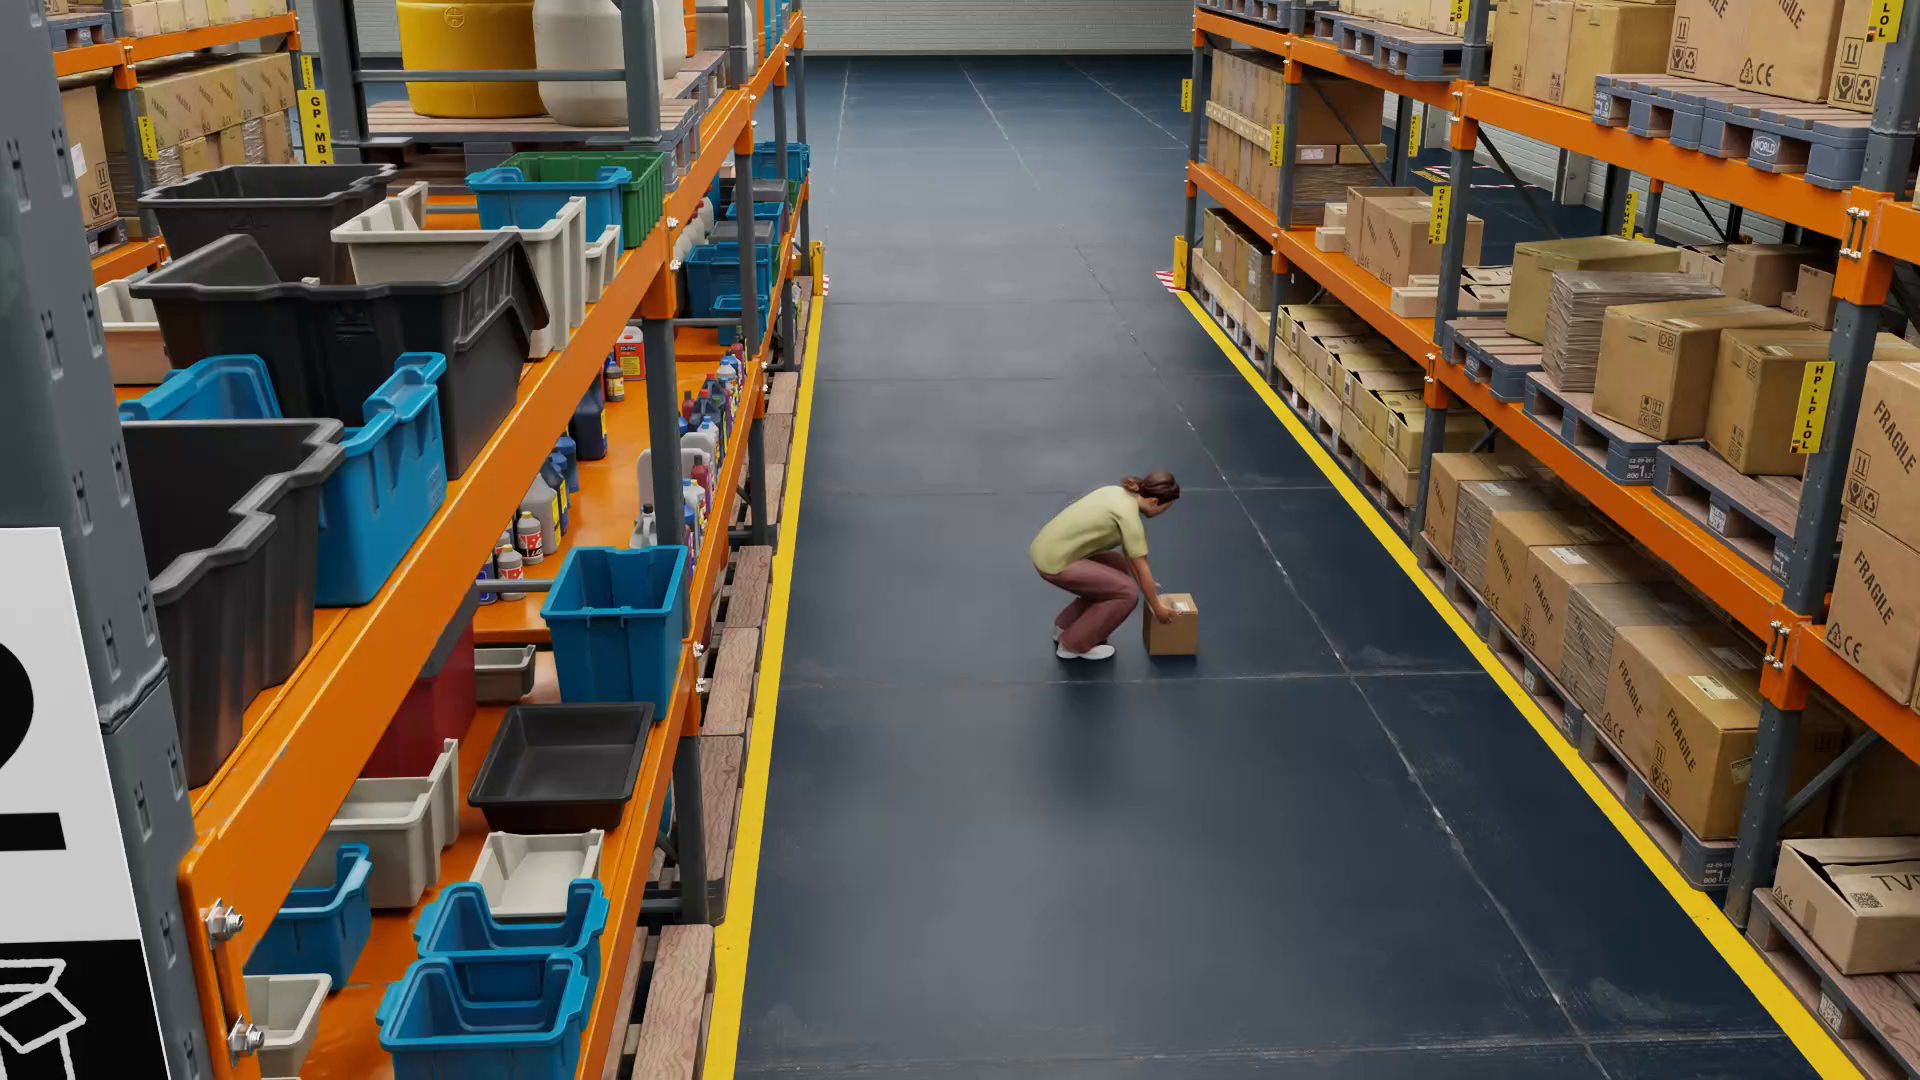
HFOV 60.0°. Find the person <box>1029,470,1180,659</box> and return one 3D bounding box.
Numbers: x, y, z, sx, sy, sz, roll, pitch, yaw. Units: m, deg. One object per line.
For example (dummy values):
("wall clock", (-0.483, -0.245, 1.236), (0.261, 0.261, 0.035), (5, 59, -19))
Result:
("person", (0.760, 0.111, 8.788), (0.787, 0.974, 0.494), (-1, 21, -3))
